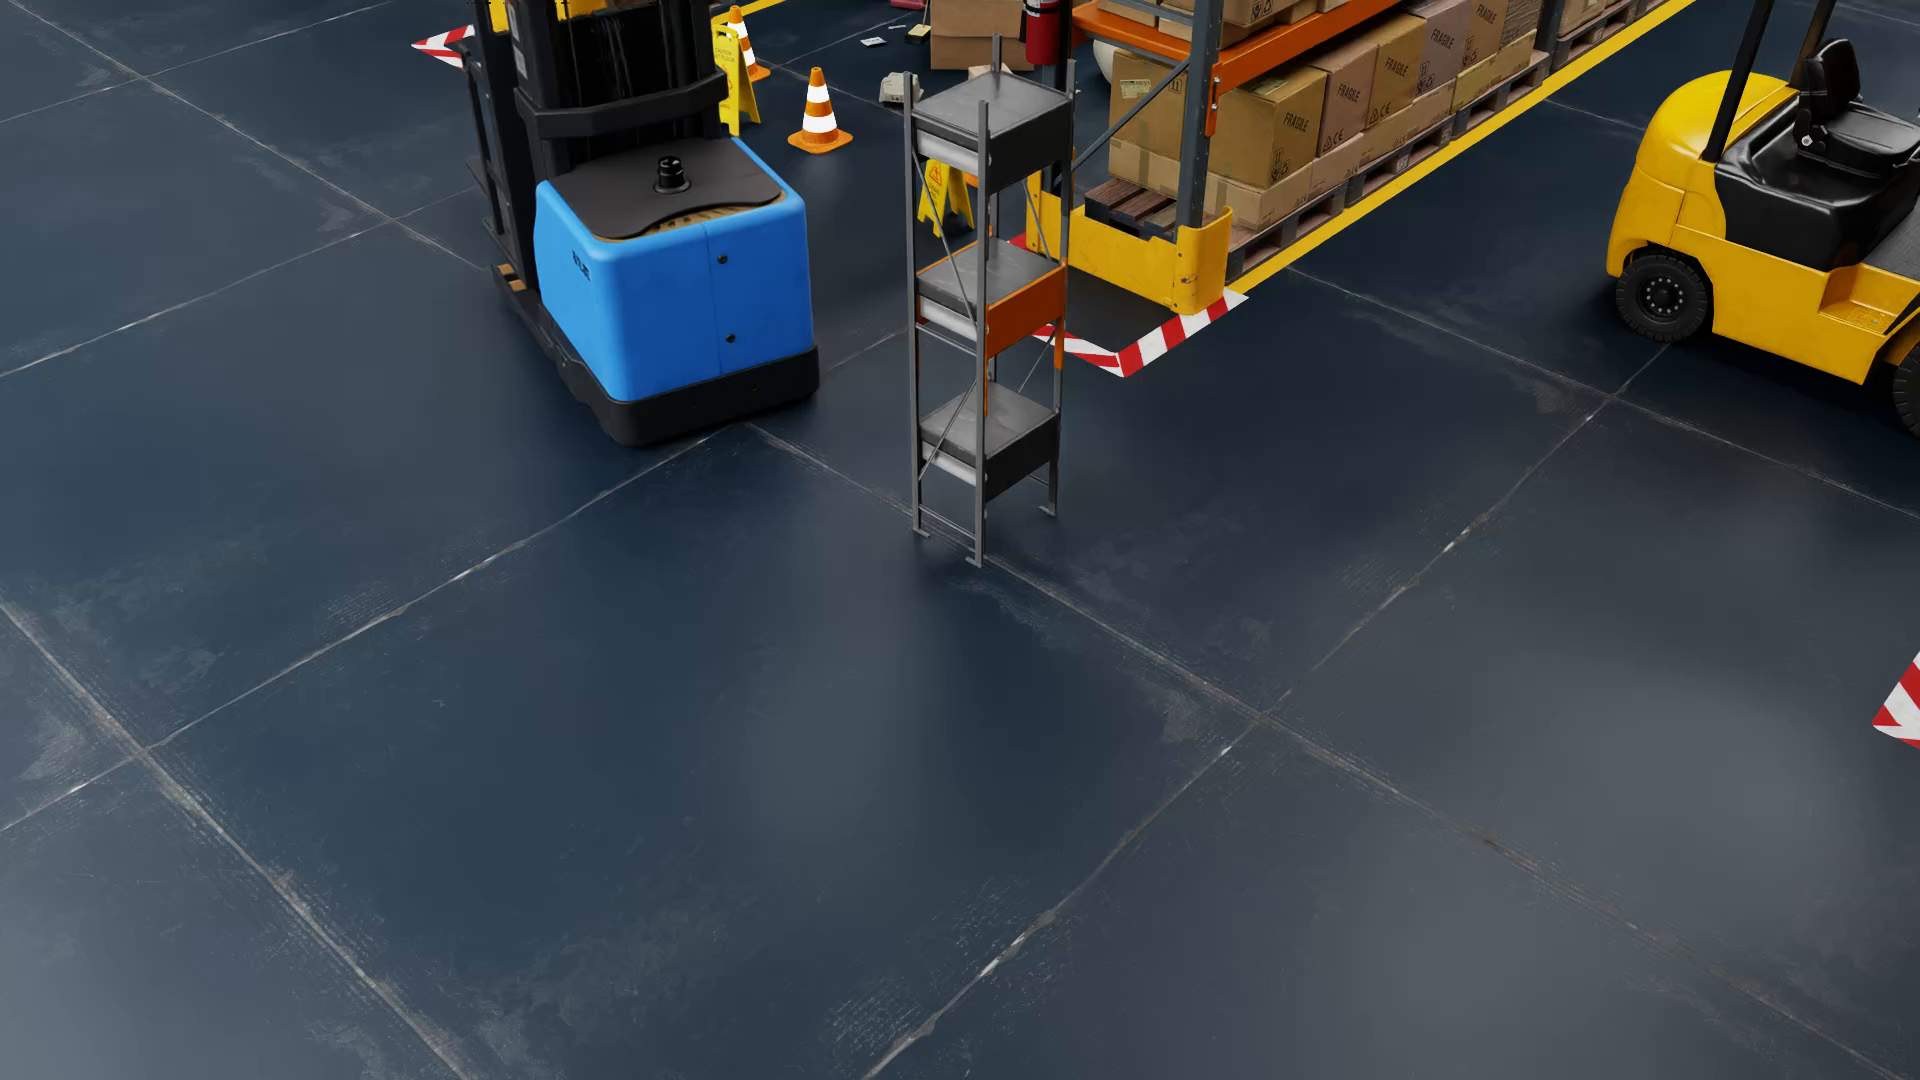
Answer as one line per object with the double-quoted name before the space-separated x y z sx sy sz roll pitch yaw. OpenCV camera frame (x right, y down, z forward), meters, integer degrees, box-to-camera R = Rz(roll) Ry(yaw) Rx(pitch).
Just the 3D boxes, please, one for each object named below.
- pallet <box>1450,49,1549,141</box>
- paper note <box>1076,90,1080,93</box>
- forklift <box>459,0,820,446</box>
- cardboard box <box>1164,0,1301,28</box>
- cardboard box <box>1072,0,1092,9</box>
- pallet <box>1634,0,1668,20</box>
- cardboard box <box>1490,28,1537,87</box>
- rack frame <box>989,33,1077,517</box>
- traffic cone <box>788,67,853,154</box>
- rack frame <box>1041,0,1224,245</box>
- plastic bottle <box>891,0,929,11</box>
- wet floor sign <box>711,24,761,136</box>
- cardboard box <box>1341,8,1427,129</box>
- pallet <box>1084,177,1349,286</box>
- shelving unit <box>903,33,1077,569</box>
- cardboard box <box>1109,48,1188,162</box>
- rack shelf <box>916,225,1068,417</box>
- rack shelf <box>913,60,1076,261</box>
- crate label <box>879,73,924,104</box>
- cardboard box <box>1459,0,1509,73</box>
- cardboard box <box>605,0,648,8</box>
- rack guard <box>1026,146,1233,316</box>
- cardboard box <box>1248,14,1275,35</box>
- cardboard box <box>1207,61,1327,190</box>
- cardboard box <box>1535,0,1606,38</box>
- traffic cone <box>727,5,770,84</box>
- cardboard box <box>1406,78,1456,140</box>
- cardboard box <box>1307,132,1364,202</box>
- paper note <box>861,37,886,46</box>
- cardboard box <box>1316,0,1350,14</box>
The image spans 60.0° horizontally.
"pallet" 3.109 -3.048 10.913 1.003 0.211 1.213 30 47 32
"paper note" 0.744 -2.941 10.941 0.032 0.001 0.123 30 47 32
"forklift" -1.843 -2.480 8.014 1.130 2.935 3.031 -19 42 -23
"cardboard box" 1.362 -2.882 8.144 0.500 0.500 0.500 29 47 31
"cardboard box" 0.779 -4.004 11.772 0.797 0.637 0.503 30 47 32
"pallet" 4.883 -4.292 12.479 1.003 0.211 1.213 30 47 32
"cardboard box" 3.336 -3.166 10.693 0.500 0.250 0.500 -32 48 -34
"rack frame" 0.276 -1.010 6.833 0.400 2.100 0.015 30 47 32
"traffic cone" -0.873 -2.681 10.250 0.336 0.463 0.334 30 47 32
"rack frame" 0.838 -2.625 8.141 1.000 3.000 0.127 30 47 32
"plastic bottle" -0.350 -3.920 12.130 0.283 0.061 0.133 14 41 17
"wet floor sign" -1.442 -2.891 10.367 0.267 0.644 0.232 22 43 25
"cardboard box" 2.296 -2.741 9.556 0.500 0.500 0.500 31 48 33
"pallet" 1.463 -1.927 9.503 1.003 0.211 1.213 30 47 32
"shelving unit" 0.112 -0.898 6.692 0.431 2.100 0.503 30 47 32
"cardboard box" 1.186 -2.484 9.233 0.500 0.500 0.500 30 47 32
"rack shelf" 0.112 -0.887 6.701 0.431 0.518 0.480 30 47 32
"rack shelf" 0.112 -1.435 6.265 0.431 0.518 0.480 30 47 32
"crate label" -0.389 -2.941 10.838 0.250 0.136 0.298 8 39 10
"cardboard box" 2.993 -3.225 10.165 0.500 0.500 0.500 31 48 33
"cardboard box" -2.476 -4.329 11.654 0.875 0.875 0.875 30 47 32
"rack guard" 0.889 -1.681 8.963 1.175 0.500 0.348 30 47 32
"cardboard box" 1.379 -2.718 8.459 0.380 0.149 0.250 30 48 32
"cardboard box" 1.602 -2.272 8.967 0.500 0.500 0.500 28 46 31
"cardboard box" 3.888 -3.840 11.443 0.950 0.372 0.625 30 47 32
"traffic cone" -1.478 -3.312 11.043 0.336 0.463 0.334 30 47 32
"cardboard box" 2.637 -2.686 10.089 0.500 0.250 0.500 30 48 32
"cardboard box" 1.936 -2.199 9.477 0.500 0.250 0.500 31 48 33
"paper note" -0.601 -3.482 11.606 0.142 0.017 0.144 -18 42 -21
"cardboard box" 1.823 -2.903 8.692 0.380 0.149 0.250 30 48 32
